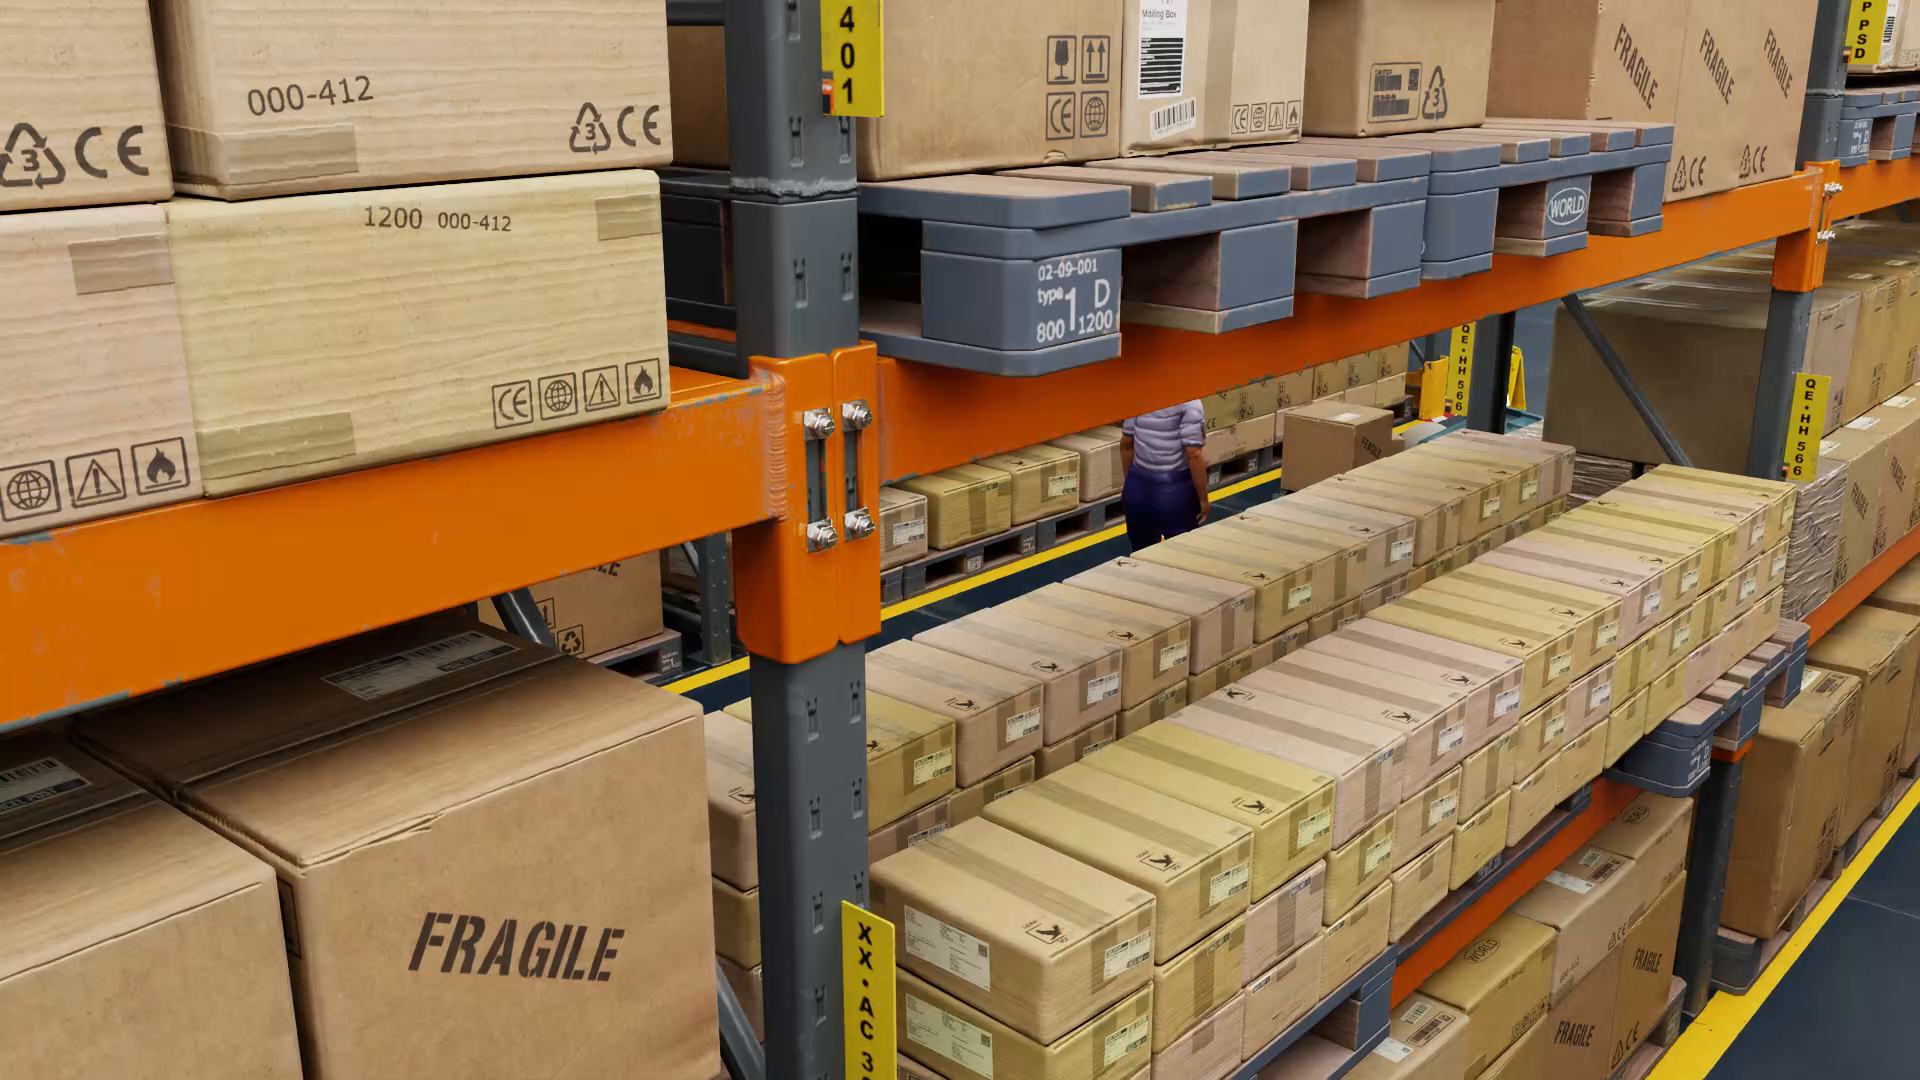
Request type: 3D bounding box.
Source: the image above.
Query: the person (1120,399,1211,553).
[{"bbox_3d":[1.085,-0.228,8.801,0.541,1.652,0.368,15,22,39],"label":"person"}]
